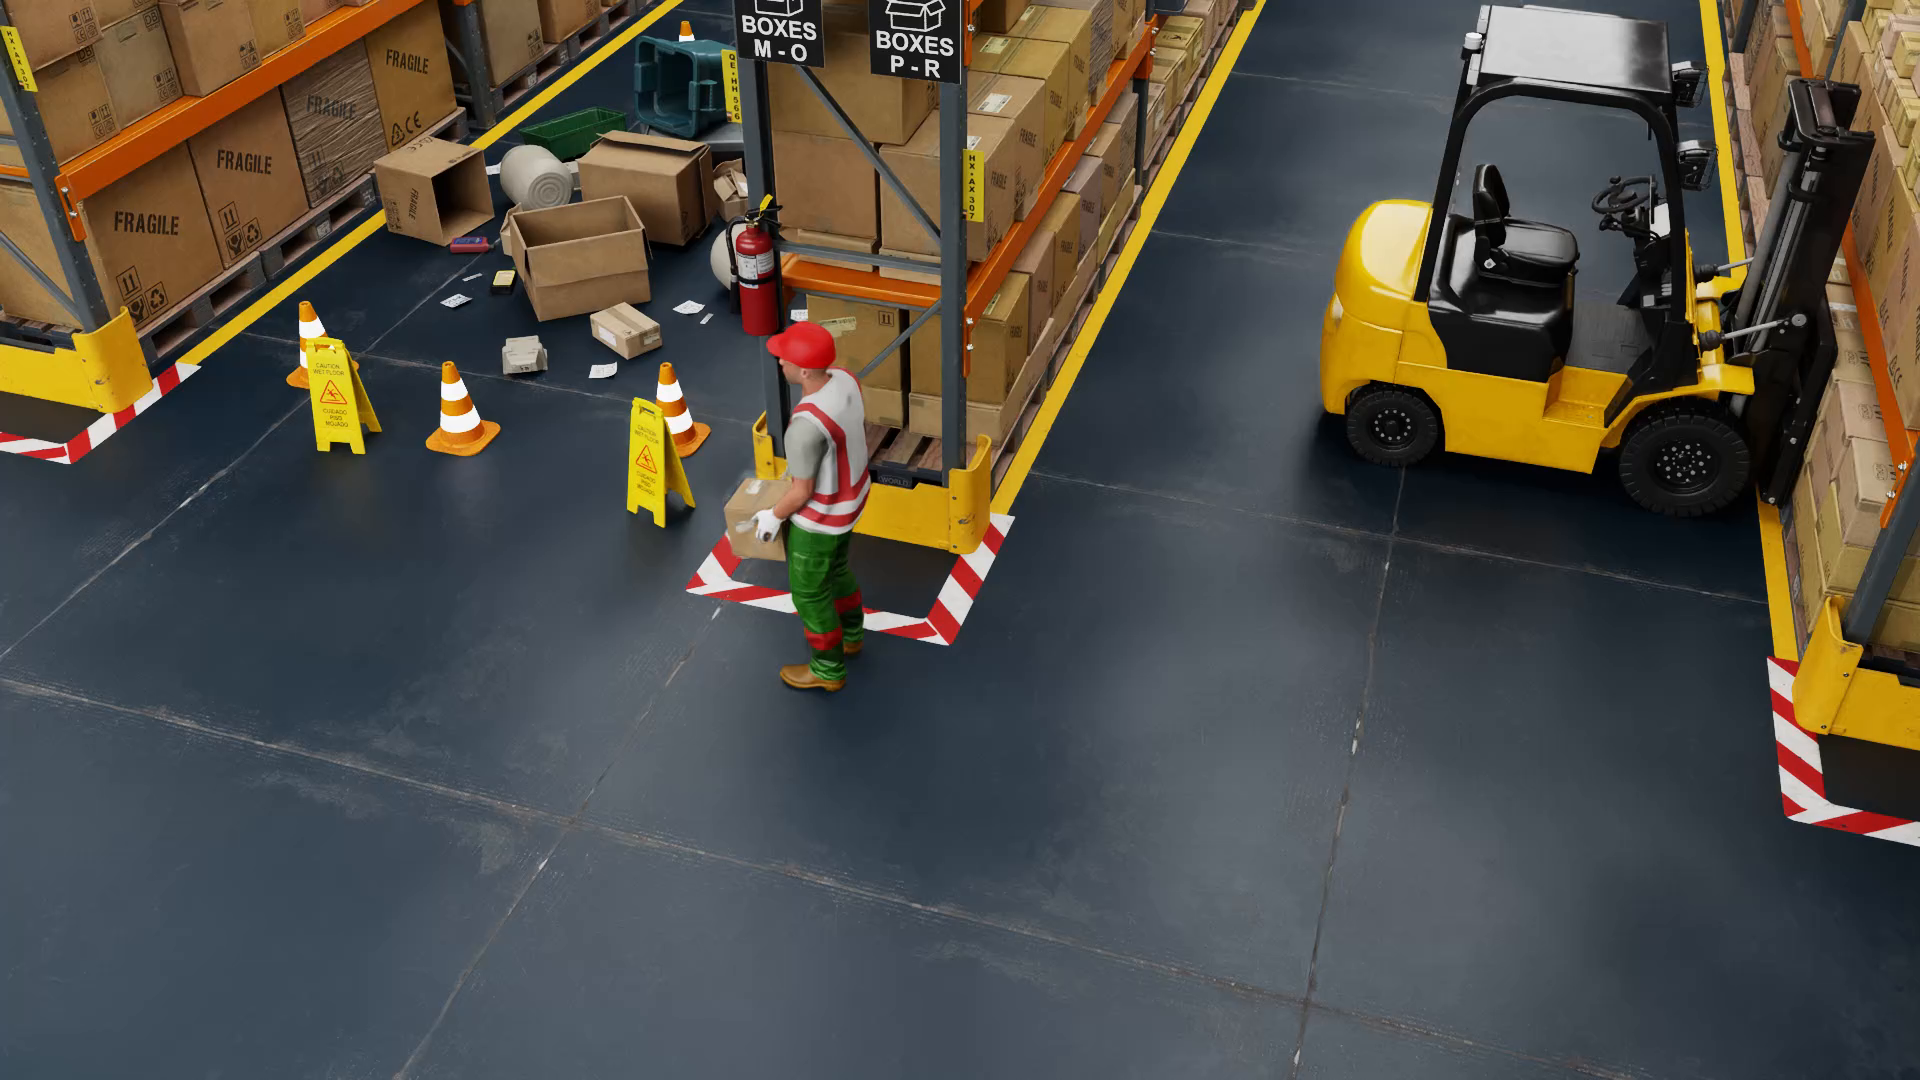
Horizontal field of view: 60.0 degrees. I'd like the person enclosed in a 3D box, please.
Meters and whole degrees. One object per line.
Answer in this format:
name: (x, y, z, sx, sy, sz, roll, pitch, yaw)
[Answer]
person: (-0.615, -0.137, 7.055, 0.449, 1.791, 0.537, 10, 38, 13)
